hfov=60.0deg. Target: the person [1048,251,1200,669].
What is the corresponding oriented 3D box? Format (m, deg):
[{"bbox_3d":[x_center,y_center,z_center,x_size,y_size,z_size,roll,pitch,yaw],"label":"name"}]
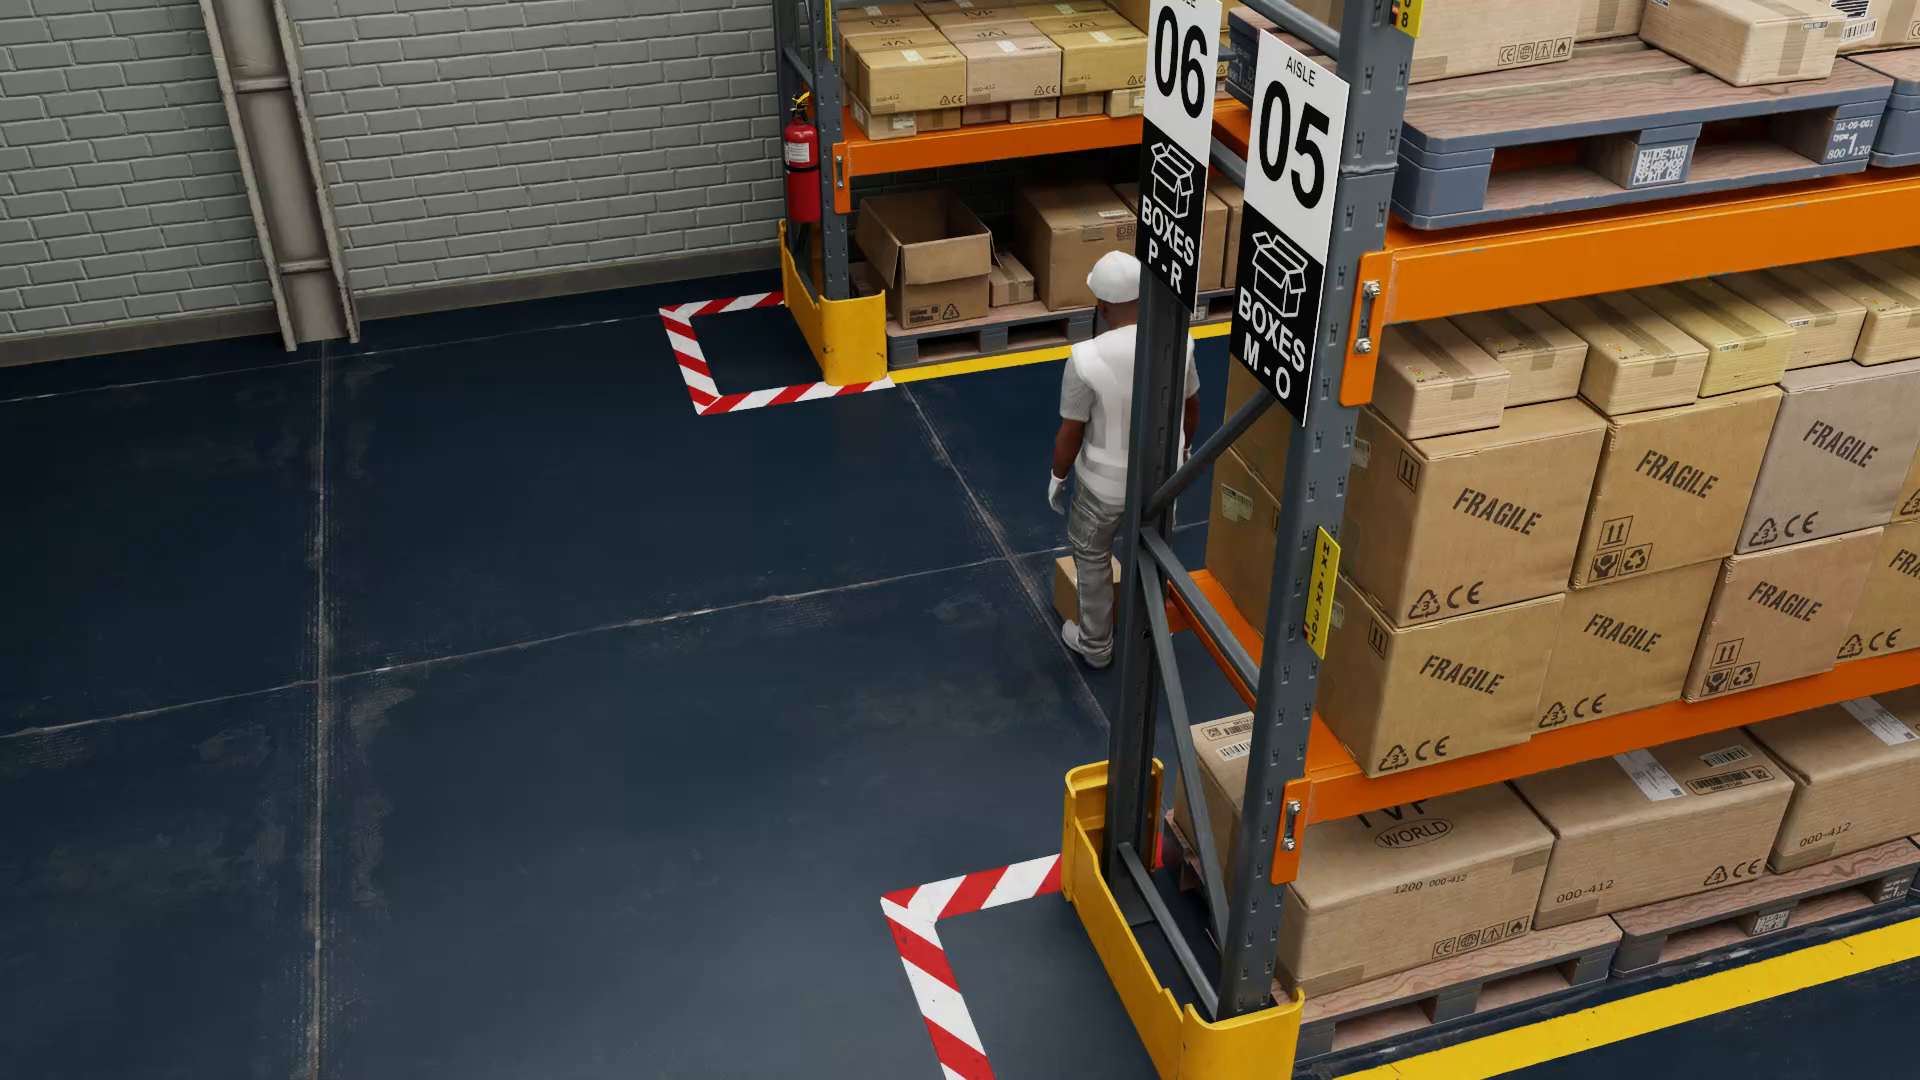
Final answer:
[{"bbox_3d":[0.638,-0.285,6.559,0.628,1.774,0.449,-12,35,-17],"label":"person"}]
